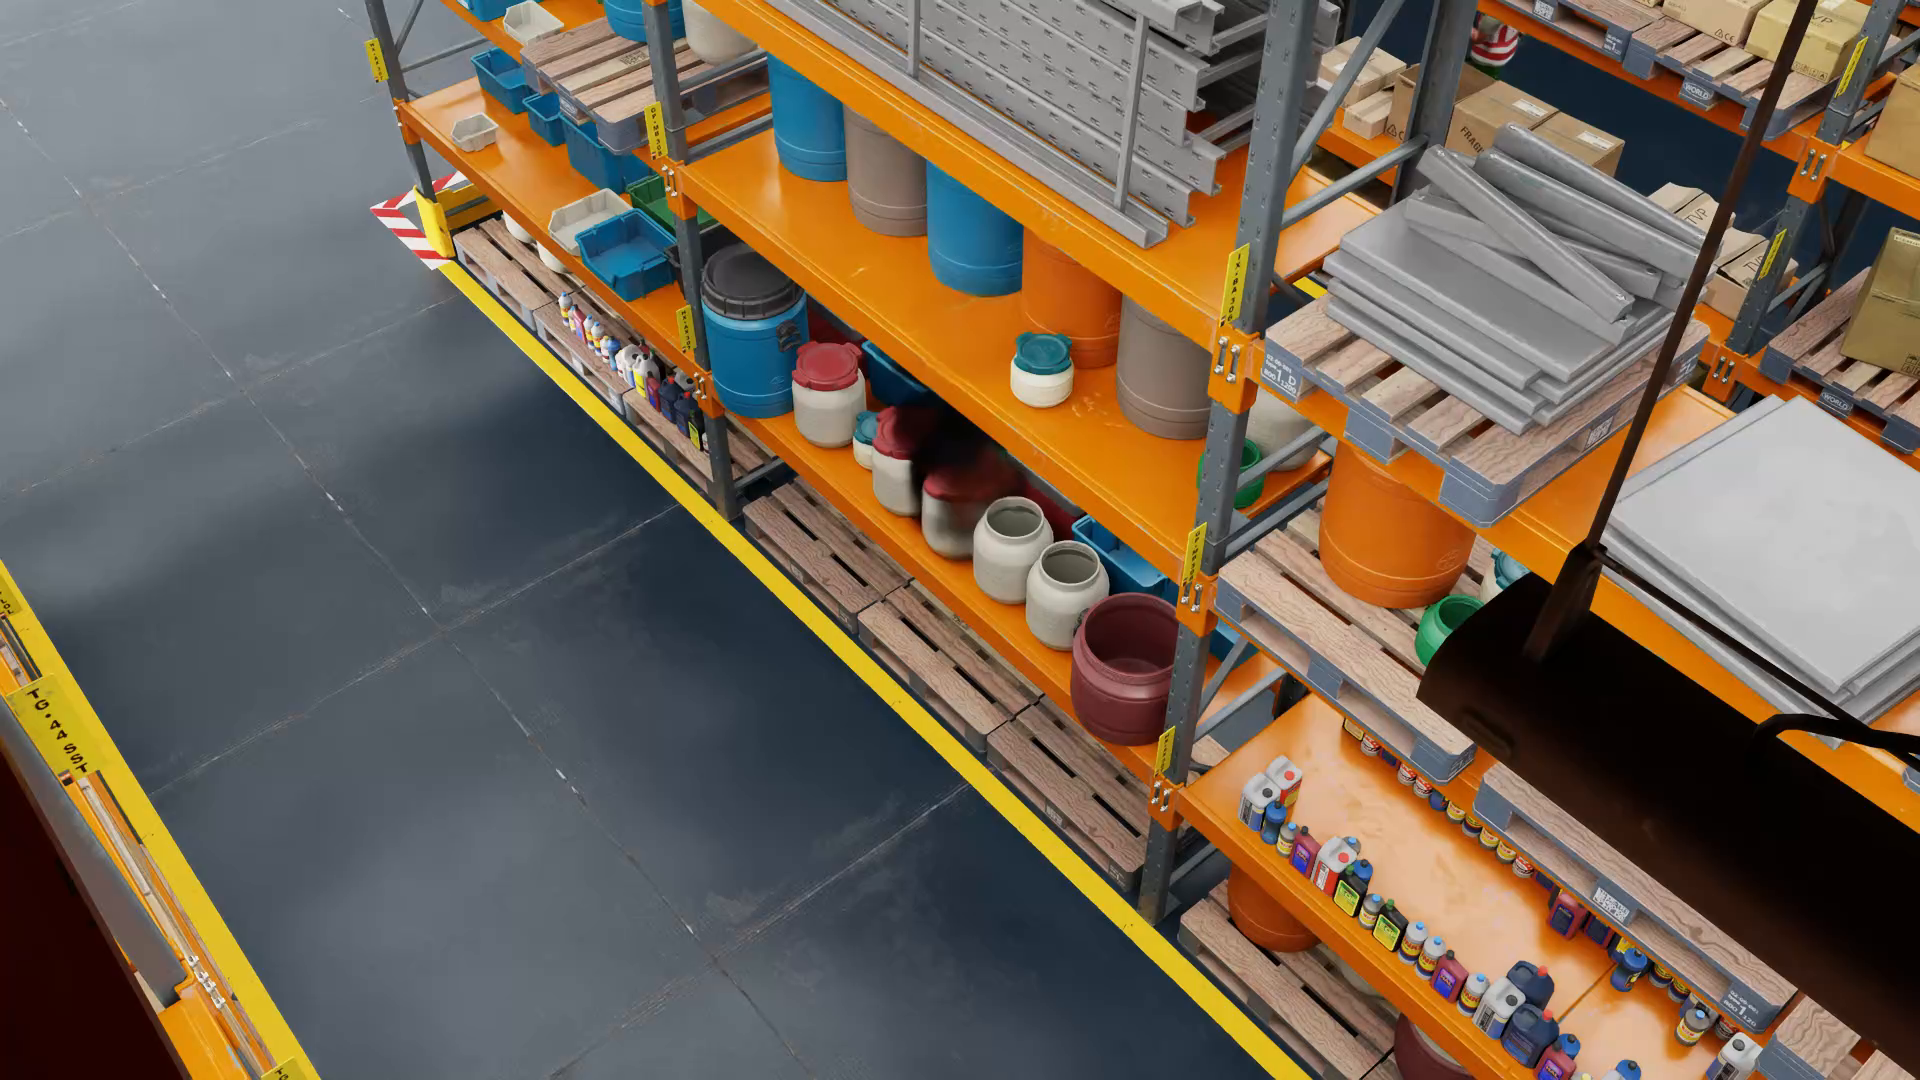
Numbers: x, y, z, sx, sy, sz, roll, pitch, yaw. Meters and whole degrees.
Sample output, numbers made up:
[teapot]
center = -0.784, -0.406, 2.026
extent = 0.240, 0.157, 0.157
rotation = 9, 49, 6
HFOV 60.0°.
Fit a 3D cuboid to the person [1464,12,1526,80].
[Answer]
[person]
center = 4.279, -3.935, 13.484
extent = 0.702, 1.785, 0.641
rotation = 29, 53, 24
